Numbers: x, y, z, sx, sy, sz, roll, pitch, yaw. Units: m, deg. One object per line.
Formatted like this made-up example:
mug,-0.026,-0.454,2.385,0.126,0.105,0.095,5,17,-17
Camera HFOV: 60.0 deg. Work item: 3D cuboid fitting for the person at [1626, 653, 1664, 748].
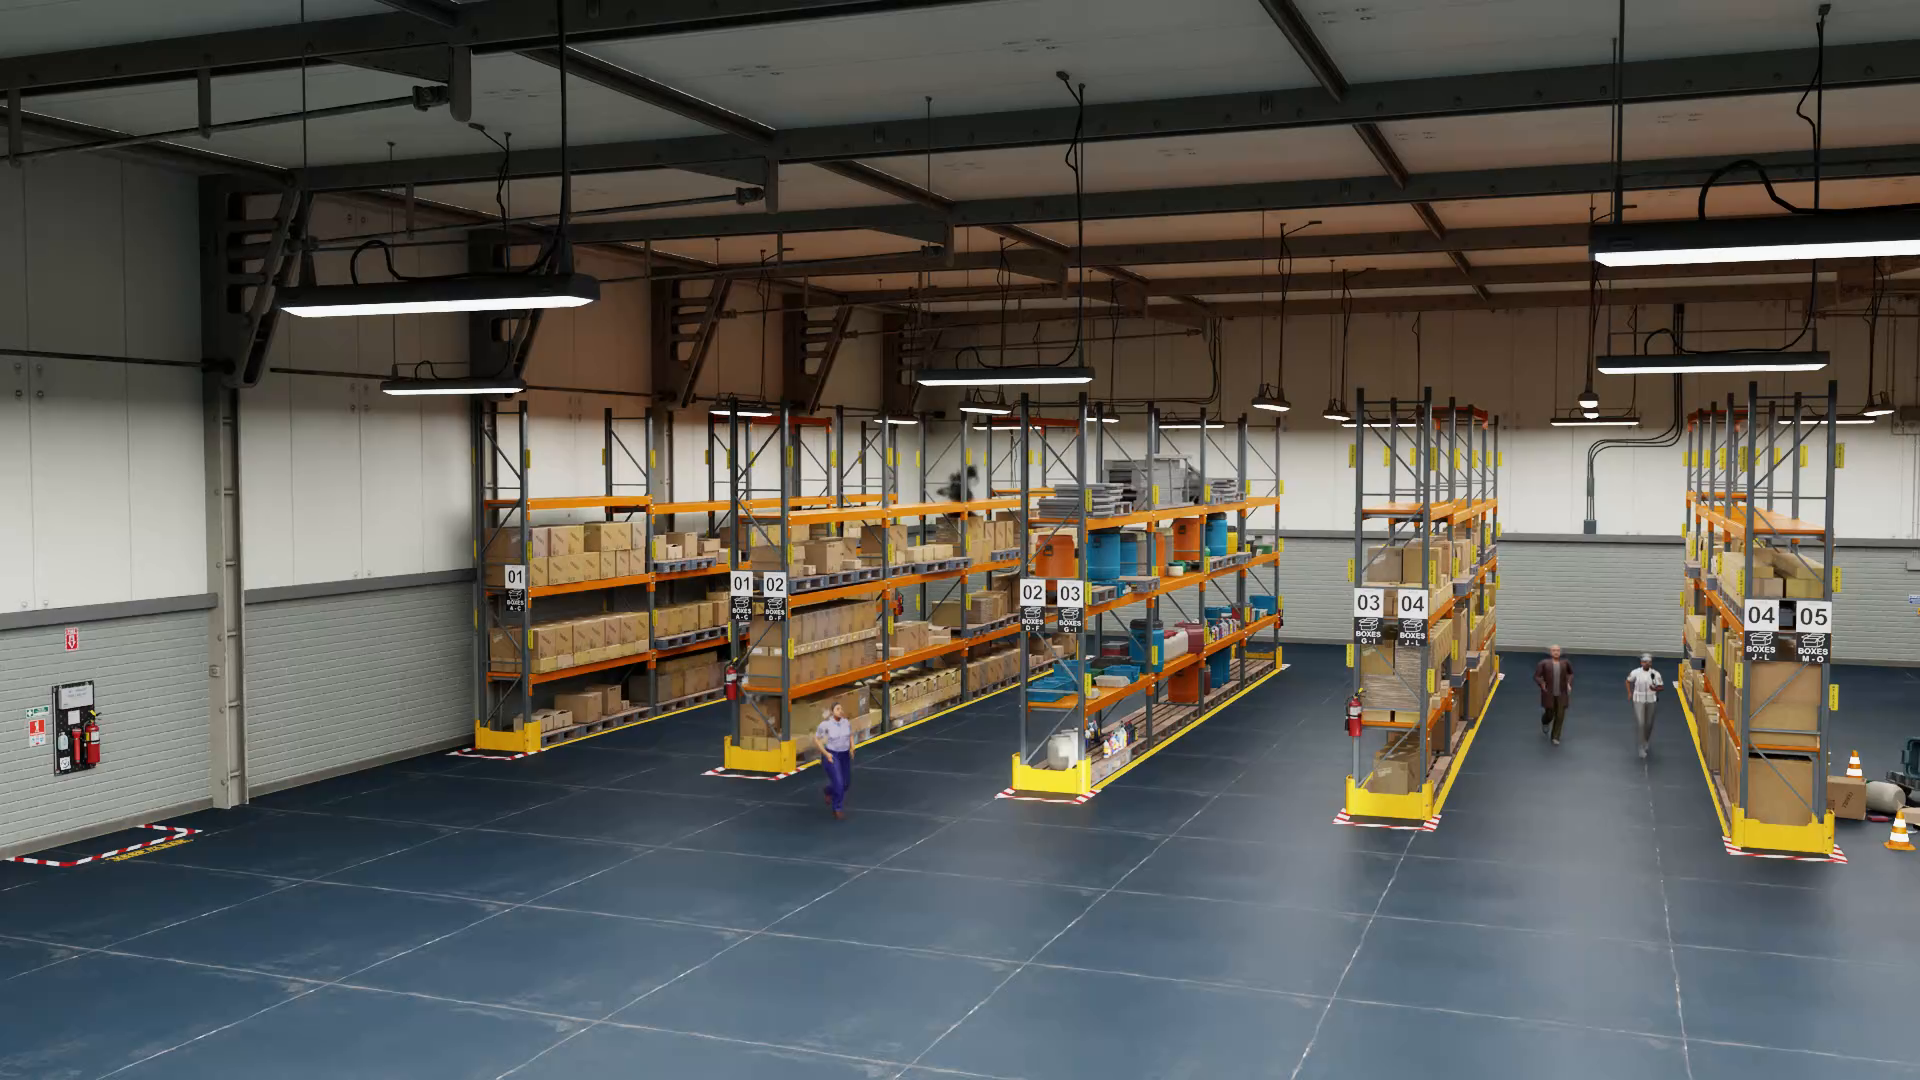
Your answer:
person,11.609,2.706,28.189,0.562,1.599,0.780,1,3,13

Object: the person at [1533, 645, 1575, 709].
person,10.429,2.404,29.094,0.710,1.130,0.544,0,3,9

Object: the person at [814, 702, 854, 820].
person,-1.765,3.072,23.349,0.627,1.619,0.653,-2,4,-40
